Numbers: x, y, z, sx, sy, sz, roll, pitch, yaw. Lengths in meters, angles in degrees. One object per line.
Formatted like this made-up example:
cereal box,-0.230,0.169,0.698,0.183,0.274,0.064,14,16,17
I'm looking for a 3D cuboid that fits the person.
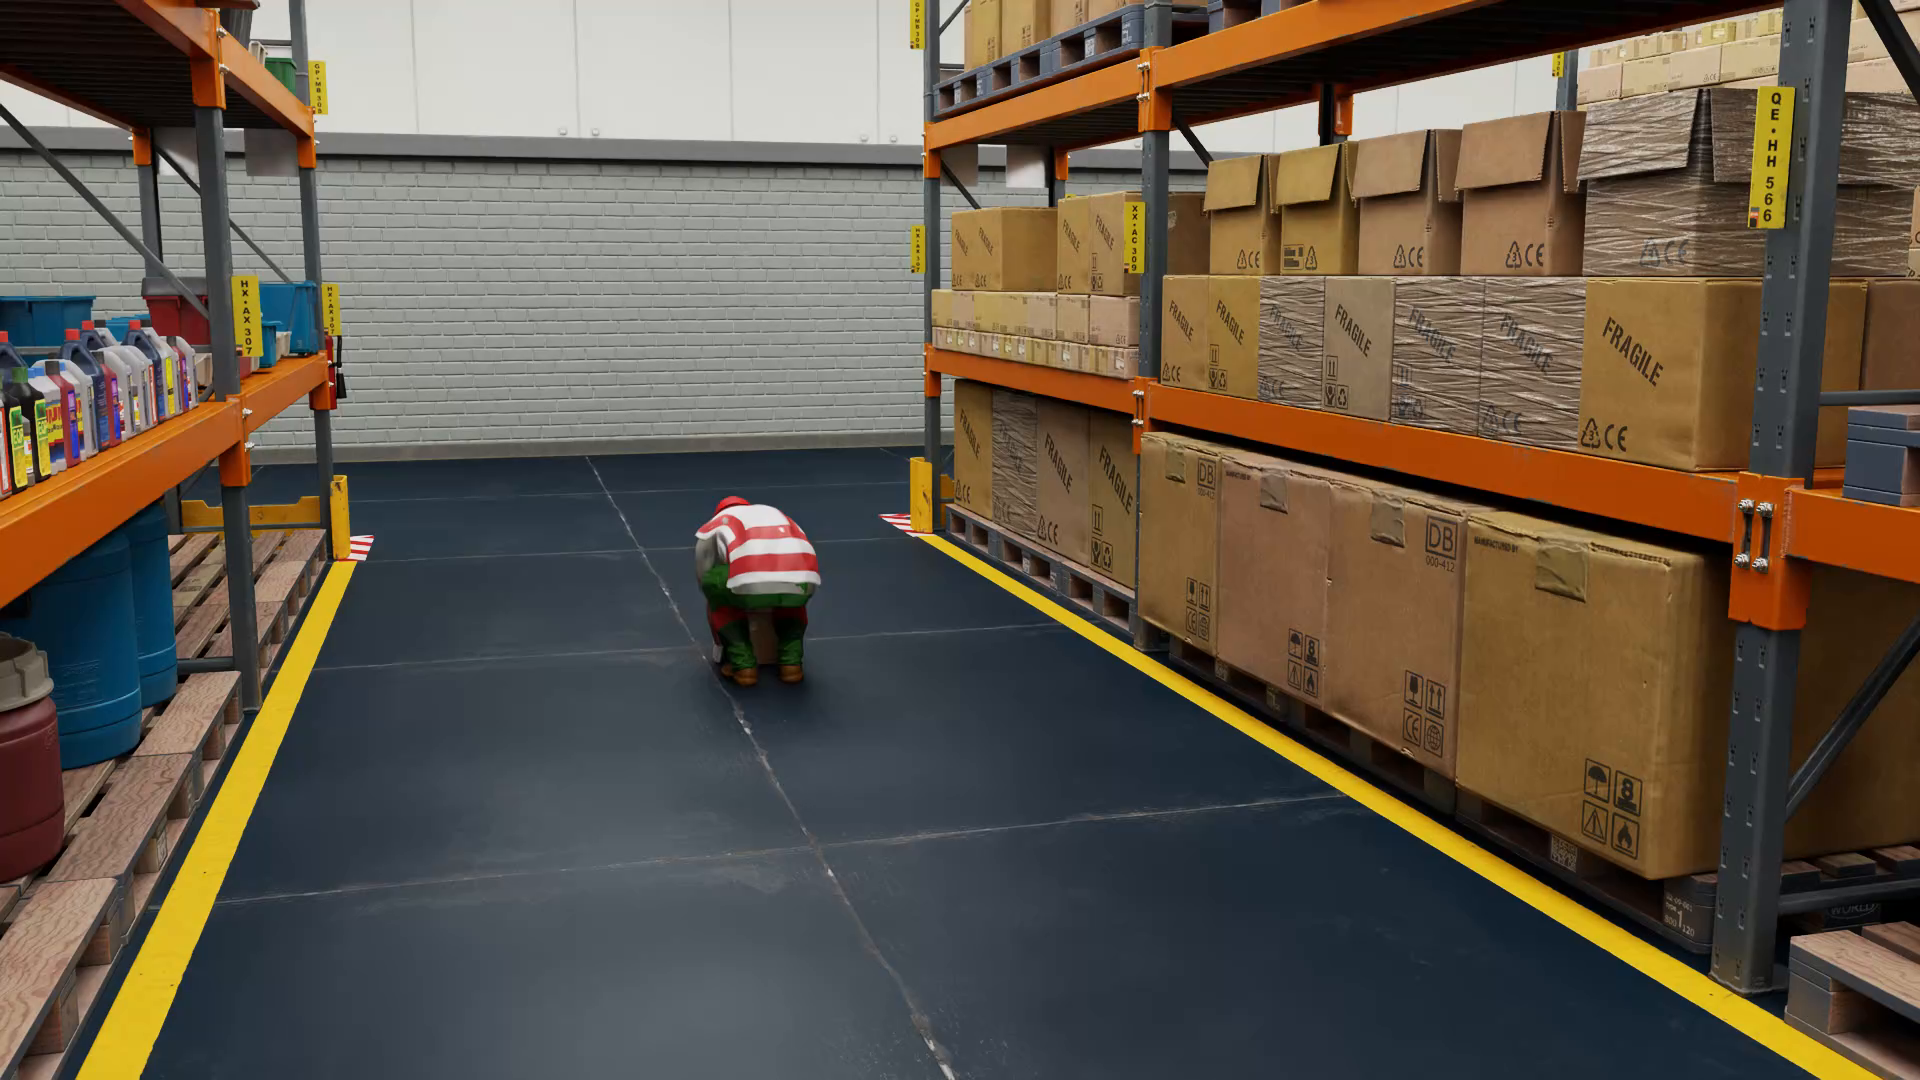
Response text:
person,-0.928,0.243,7.584,0.521,0.801,0.949,-3,10,-17
